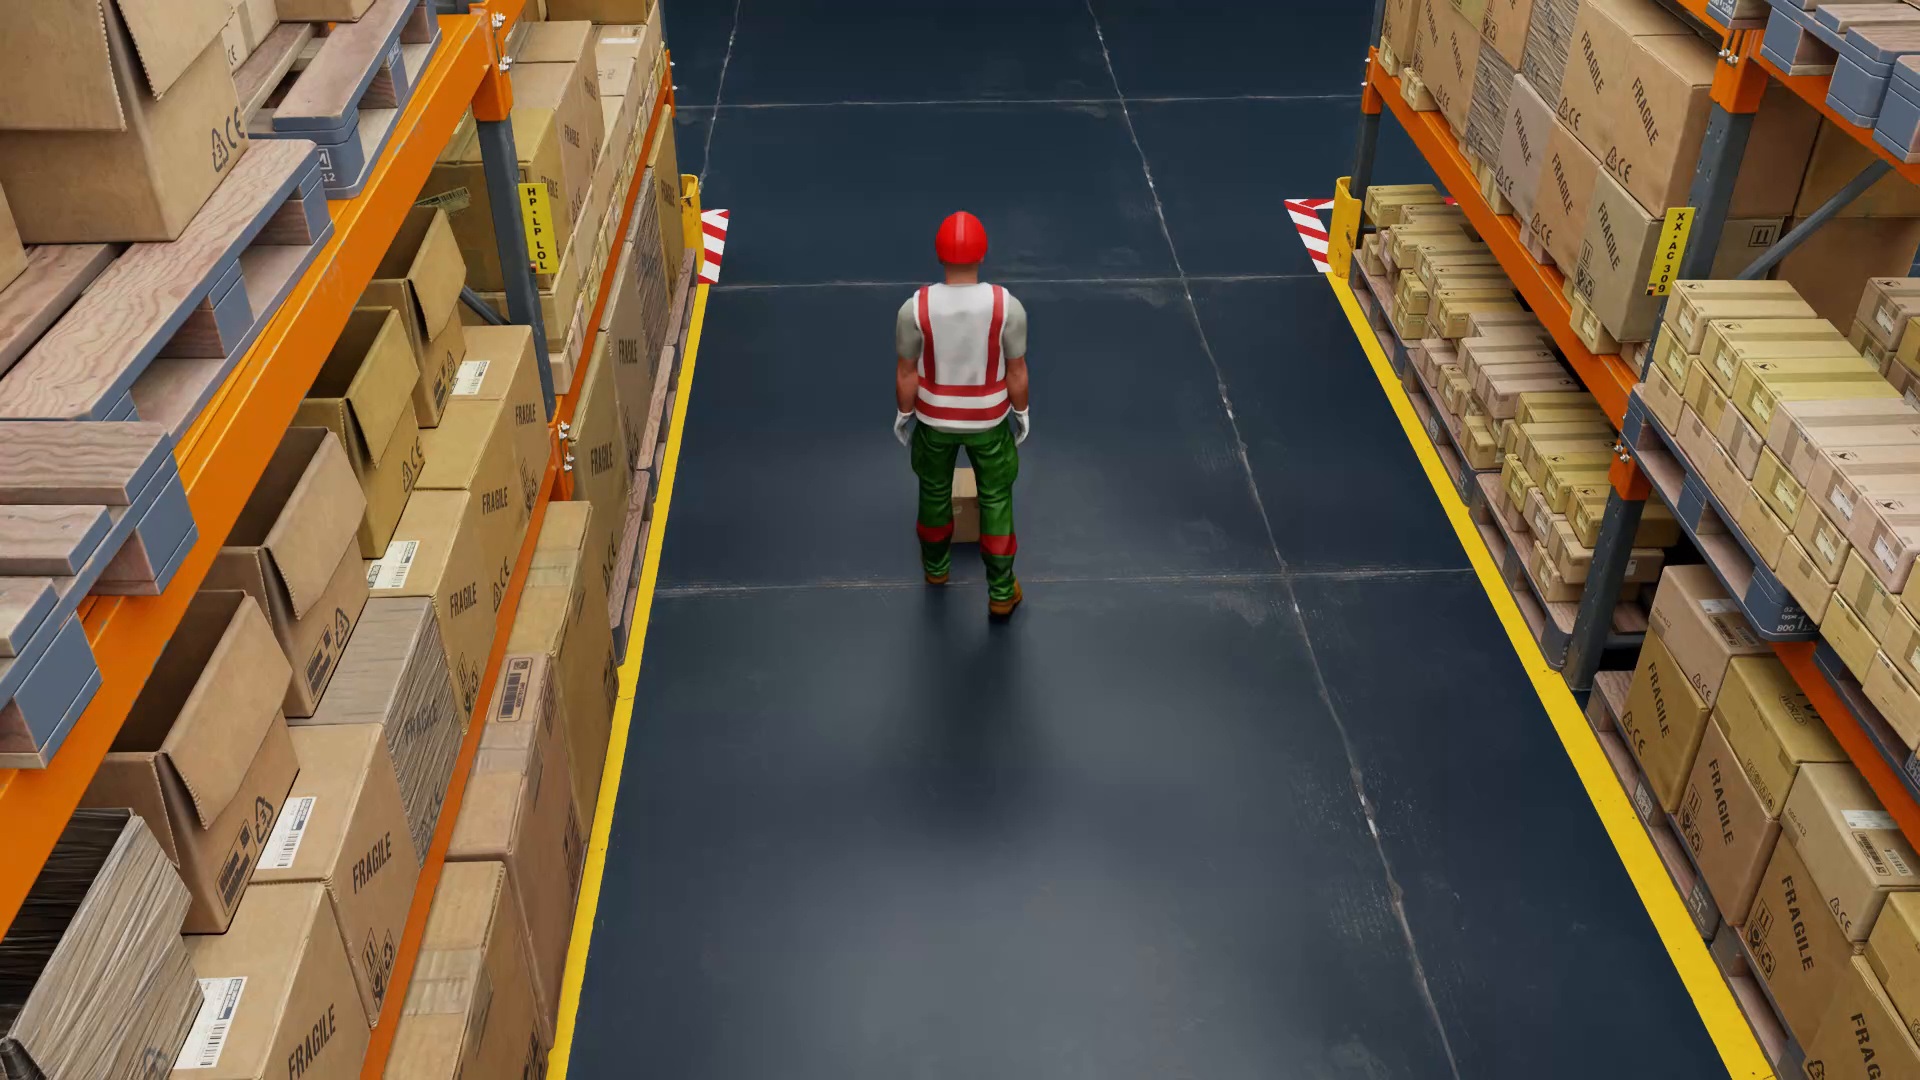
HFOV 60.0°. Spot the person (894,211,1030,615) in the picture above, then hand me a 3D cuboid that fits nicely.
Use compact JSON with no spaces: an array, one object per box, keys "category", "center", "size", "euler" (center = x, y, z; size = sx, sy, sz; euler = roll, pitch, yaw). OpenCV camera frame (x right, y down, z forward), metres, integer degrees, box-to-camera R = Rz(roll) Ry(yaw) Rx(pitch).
[{"category":"person","center":[0.009,-0.535,6.889],"size":[0.564,1.803,0.562],"euler":[2,35,3]}]
